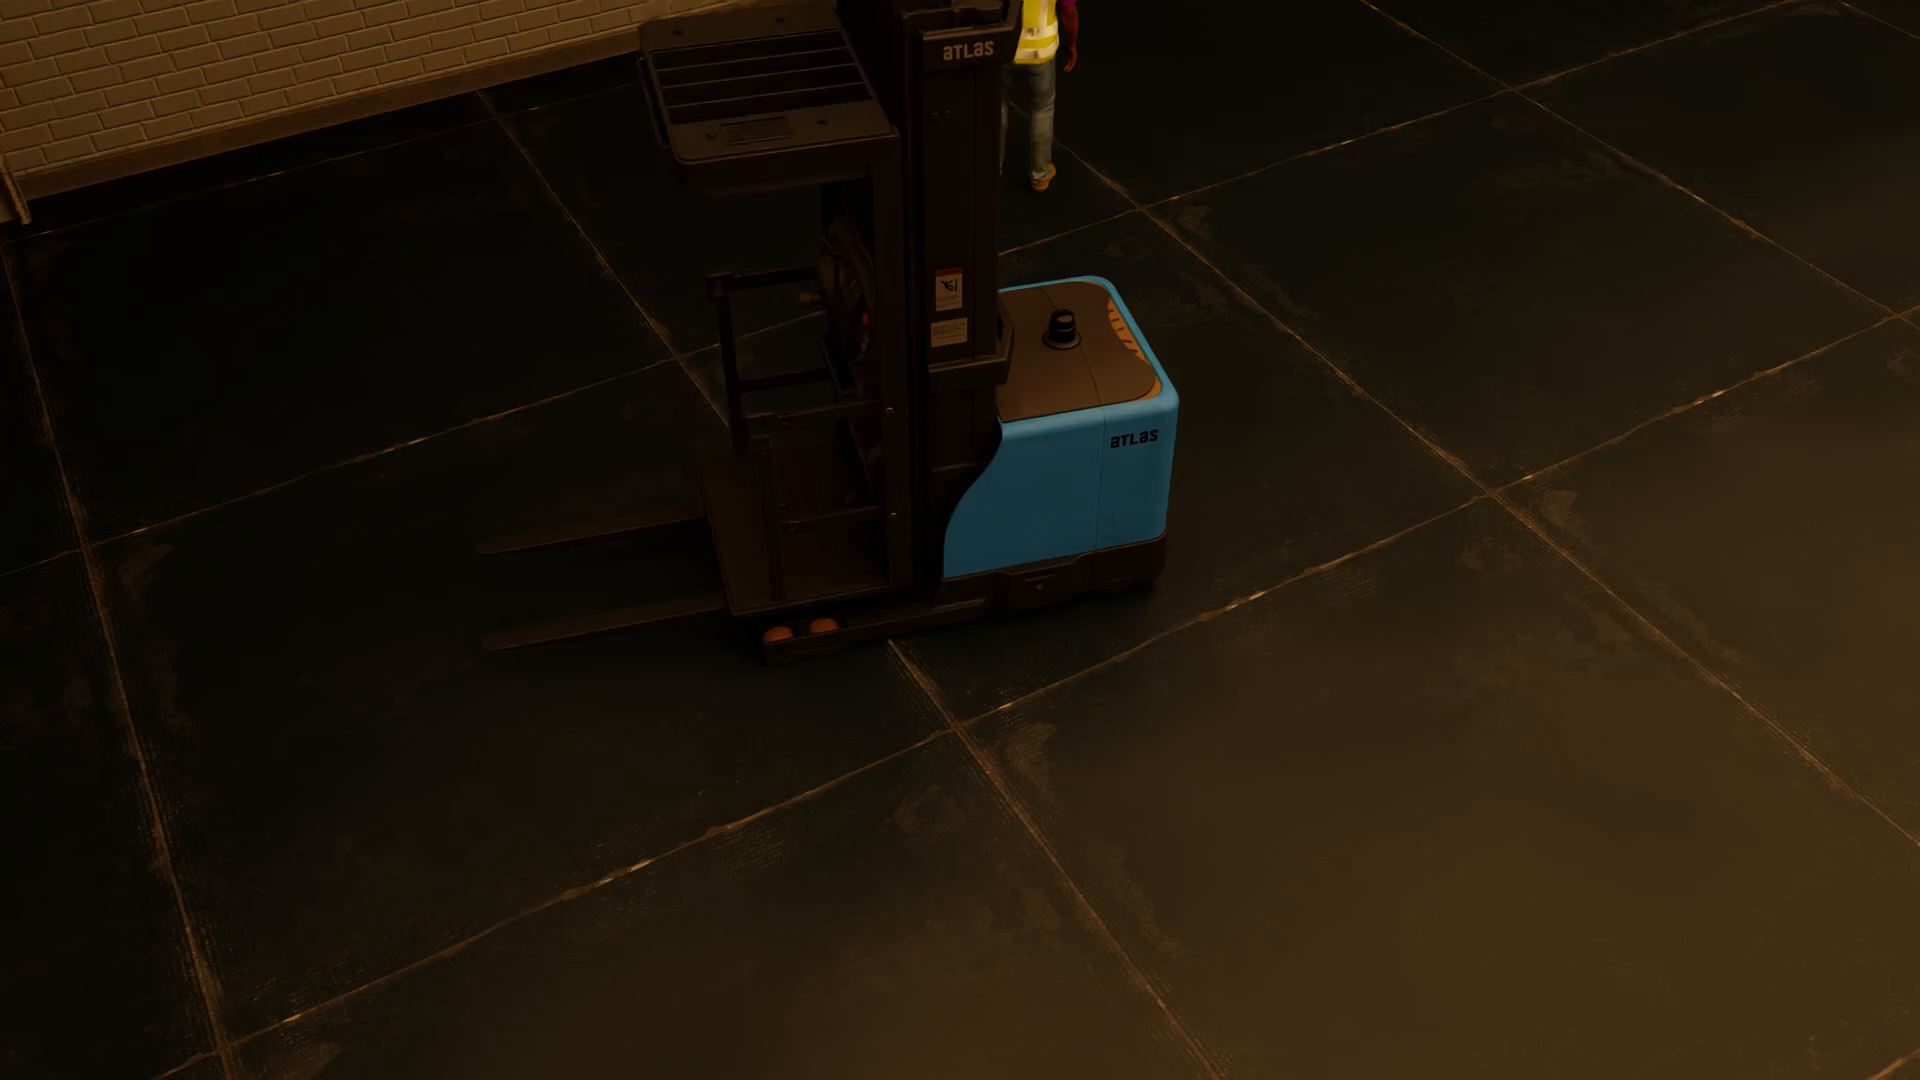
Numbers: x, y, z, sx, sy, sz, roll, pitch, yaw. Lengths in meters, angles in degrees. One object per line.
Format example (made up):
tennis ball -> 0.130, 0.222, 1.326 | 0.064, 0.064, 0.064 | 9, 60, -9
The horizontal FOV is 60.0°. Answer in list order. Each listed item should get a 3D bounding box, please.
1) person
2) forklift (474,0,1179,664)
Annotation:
person -> 0.368, -2.894, 9.694 | 0.643, 1.769, 0.462 | 5, 43, 6
forklift -> -0.642, -0.935, 6.706 | 3.031, 2.935, 1.130 | -10, 44, -11
